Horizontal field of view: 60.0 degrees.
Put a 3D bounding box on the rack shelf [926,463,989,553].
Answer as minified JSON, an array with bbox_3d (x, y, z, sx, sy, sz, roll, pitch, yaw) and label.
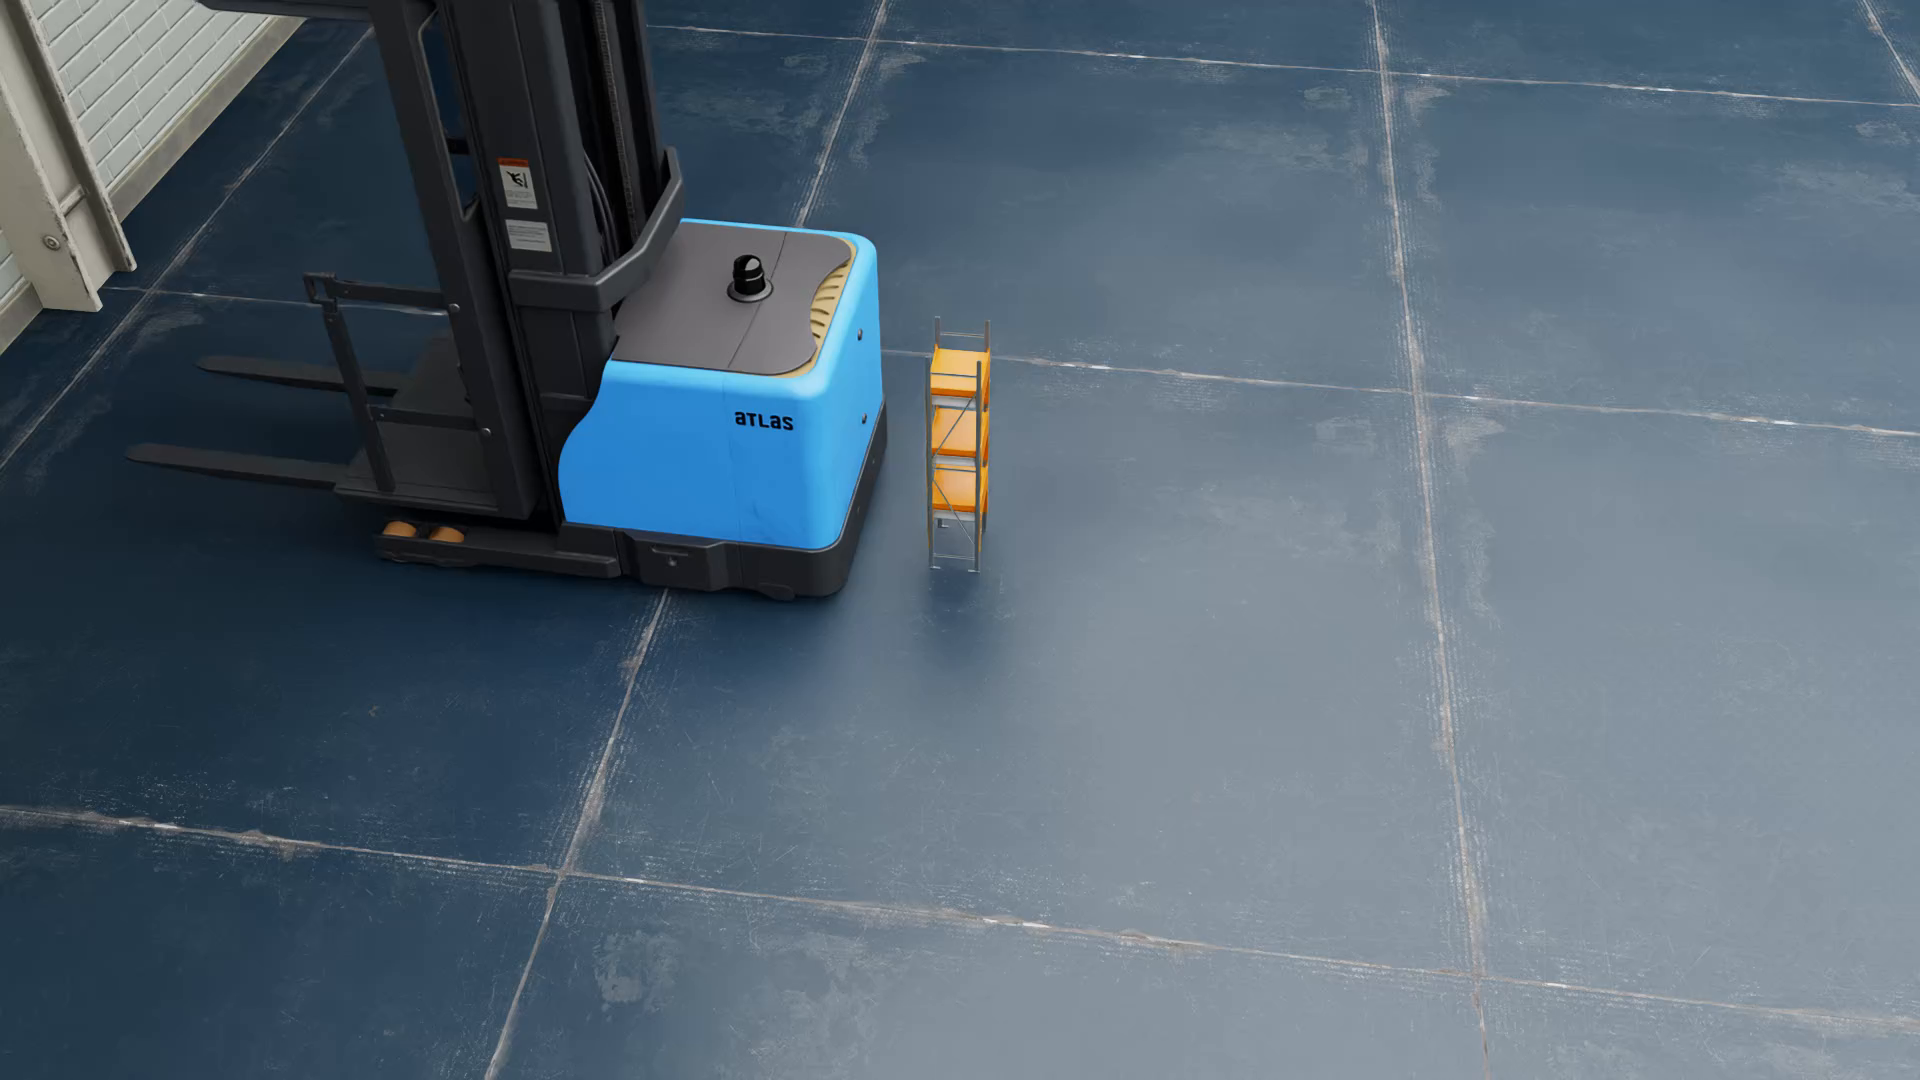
[{"bbox_3d":[-0.007,-0.135,6.549,0.215,0.259,0.240,5,44,6],"label":"rack shelf"}]

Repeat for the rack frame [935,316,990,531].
[{"bbox_3d":[0.009,-0.428,6.438,0.200,1.050,0.008,5,44,6],"label":"rack frame"}]

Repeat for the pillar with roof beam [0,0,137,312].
[{"bbox_3d":[0.046,-4.107,4.543,9.100,9.000,0.400,5,44,6],"label":"pillar with roof beam"}]

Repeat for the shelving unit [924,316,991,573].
[{"bbox_3d":[-0.007,-0.345,6.351,0.215,1.050,0.252,5,44,6],"label":"shelving unit"}]

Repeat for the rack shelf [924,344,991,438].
[{"bbox_3d":[-0.007,-0.543,6.163,0.215,0.259,0.240,5,44,6],"label":"rack shelf"}]

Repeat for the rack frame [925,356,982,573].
[{"bbox_3d":[-0.023,-0.262,6.263,0.200,1.050,0.008,5,44,6],"label":"rack frame"}]

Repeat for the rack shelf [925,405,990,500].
[{"bbox_3d":[-0.007,-0.337,6.358,0.215,0.259,0.240,5,44,6],"label":"rack shelf"}]

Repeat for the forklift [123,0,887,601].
[{"bbox_3d":[-1.873,-1.305,5.997,3.031,2.935,1.130,6,44,7],"label":"forklift"}]
